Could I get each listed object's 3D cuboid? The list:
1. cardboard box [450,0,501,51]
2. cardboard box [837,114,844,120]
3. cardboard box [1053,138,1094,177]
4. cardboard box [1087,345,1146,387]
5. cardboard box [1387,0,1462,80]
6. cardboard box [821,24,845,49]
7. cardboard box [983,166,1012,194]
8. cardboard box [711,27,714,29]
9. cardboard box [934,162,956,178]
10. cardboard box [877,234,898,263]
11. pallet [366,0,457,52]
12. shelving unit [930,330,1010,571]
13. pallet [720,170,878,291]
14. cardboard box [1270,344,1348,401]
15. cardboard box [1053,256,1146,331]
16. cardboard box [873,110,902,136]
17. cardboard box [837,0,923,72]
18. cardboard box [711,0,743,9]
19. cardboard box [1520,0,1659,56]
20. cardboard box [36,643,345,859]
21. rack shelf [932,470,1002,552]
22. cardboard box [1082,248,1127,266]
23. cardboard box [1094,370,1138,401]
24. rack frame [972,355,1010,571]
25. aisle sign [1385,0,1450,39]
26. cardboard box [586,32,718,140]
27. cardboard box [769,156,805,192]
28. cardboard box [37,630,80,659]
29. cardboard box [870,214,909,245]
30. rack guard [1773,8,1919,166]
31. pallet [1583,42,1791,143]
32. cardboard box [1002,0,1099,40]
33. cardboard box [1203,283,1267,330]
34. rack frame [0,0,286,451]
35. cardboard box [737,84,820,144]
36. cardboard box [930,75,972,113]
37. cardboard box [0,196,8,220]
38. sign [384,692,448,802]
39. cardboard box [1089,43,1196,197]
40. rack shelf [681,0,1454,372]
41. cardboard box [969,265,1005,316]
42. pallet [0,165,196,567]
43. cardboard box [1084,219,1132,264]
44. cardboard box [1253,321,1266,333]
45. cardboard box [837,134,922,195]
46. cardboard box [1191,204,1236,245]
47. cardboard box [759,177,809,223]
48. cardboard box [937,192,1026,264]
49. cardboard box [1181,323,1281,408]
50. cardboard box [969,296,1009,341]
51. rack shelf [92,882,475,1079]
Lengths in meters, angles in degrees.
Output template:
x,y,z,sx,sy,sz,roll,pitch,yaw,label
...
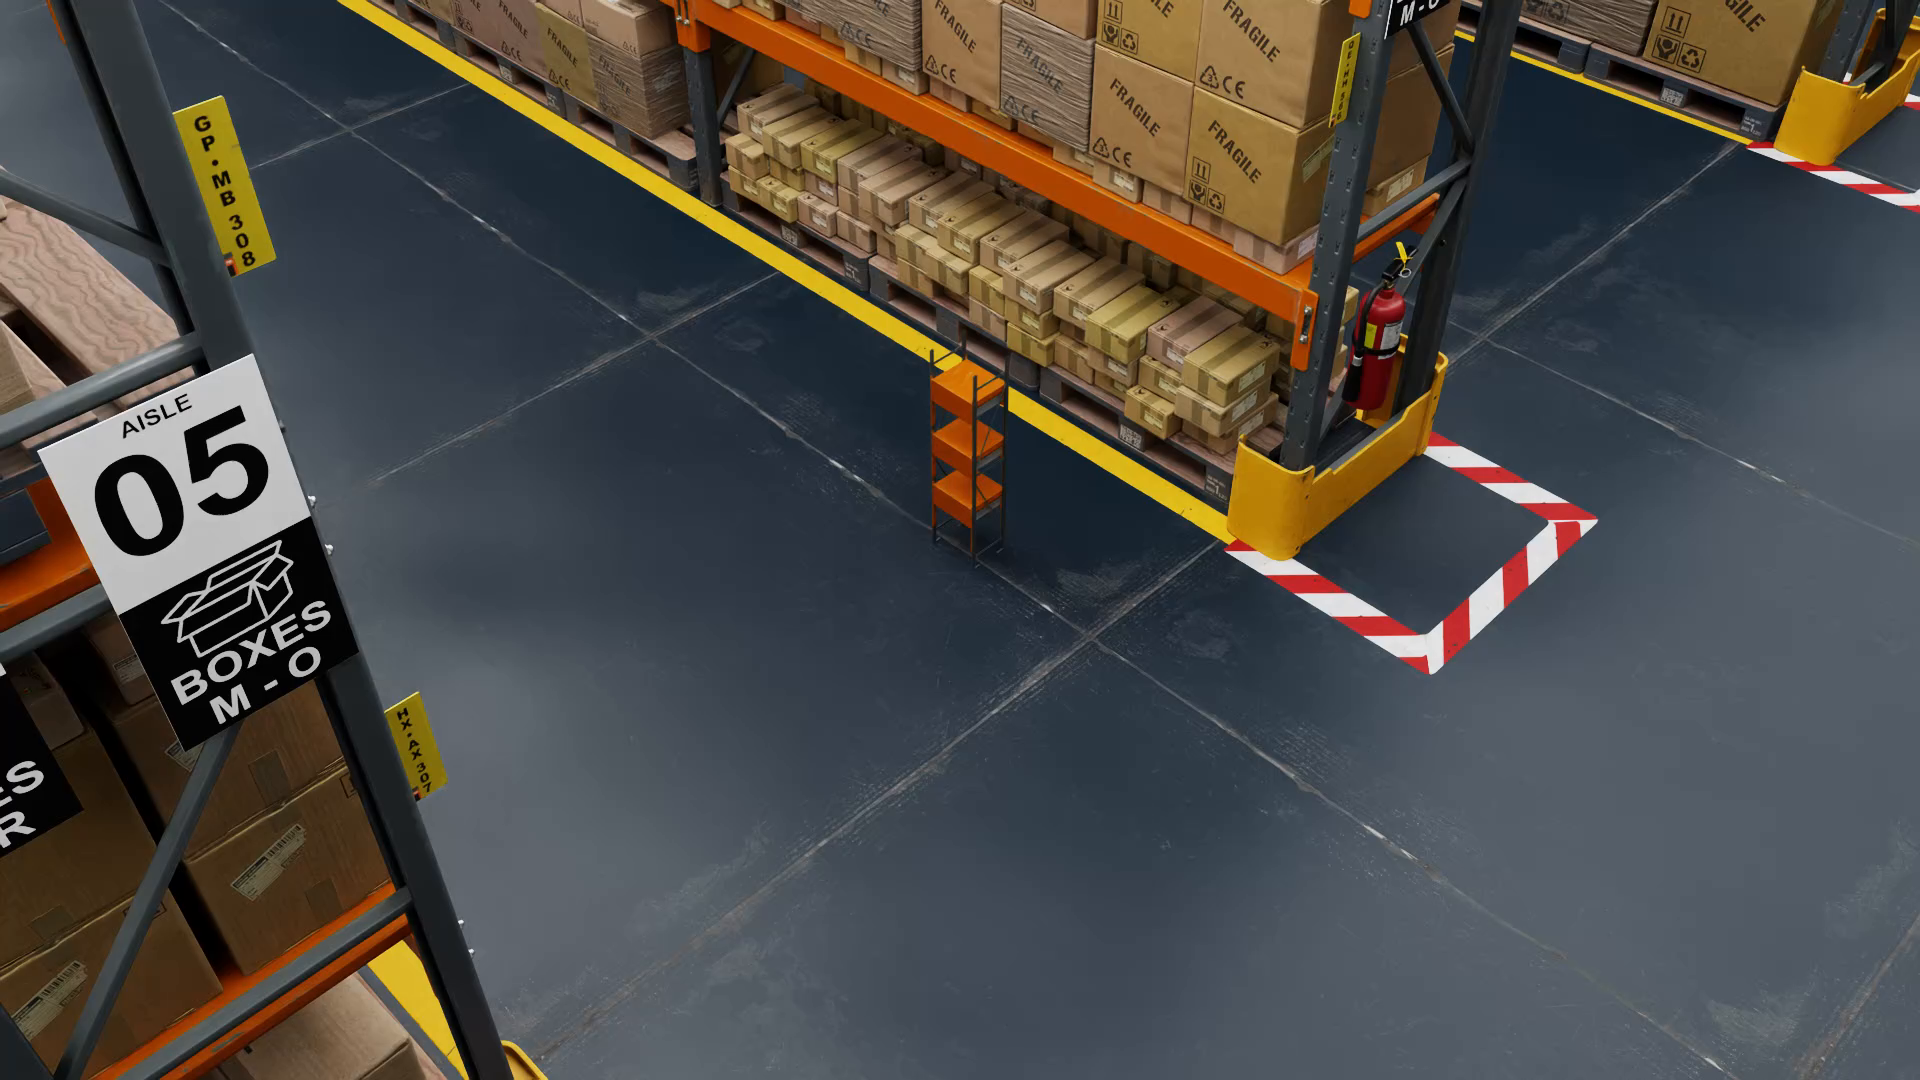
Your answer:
x,y,z,sx,sy,sz,roll,pitch,yaw,label
-2.857,-3.451,10.424,0.500,0.500,0.500,33,52,30,cardboard box
-0.627,-2.457,9.388,0.380,0.149,0.250,-33,52,-31,cardboard box
0.621,-1.749,7.235,0.250,0.149,0.380,32,51,30,cardboard box
0.807,-0.899,7.702,0.250,0.149,0.380,32,52,30,cardboard box
1.621,-2.173,6.479,0.500,0.500,0.500,34,52,31,cardboard box
-0.458,-2.529,8.079,0.250,0.149,0.380,32,51,30,cardboard box
0.334,-1.927,8.595,0.250,0.149,0.380,32,52,30,cardboard box
-1.410,-3.232,9.635,0.500,0.250,0.500,32,51,30,cardboard box
0.076,-1.932,8.820,0.380,0.149,0.250,-33,52,-30,cardboard box
-0.215,-1.584,8.663,0.250,0.149,0.380,32,51,30,cardboard box
-3.349,-3.761,11.282,1.003,0.211,1.213,-34,53,-31,pallet
0.038,-0.360,6.983,0.215,1.050,0.252,-34,53,-31,shelving unit
-0.575,-1.909,9.278,1.003,0.211,1.213,-34,53,-31,pallet
1.607,-0.829,7.846,0.380,0.149,0.250,-33,52,-31,cardboard box
0.649,-1.142,7.746,0.250,0.149,0.380,32,52,30,cardboard box
-0.250,-2.299,8.998,0.250,0.149,0.380,34,52,31,cardboard box
-0.219,-2.533,7.605,0.500,0.500,0.500,33,52,31,cardboard box
-1.106,-2.854,8.431,0.380,0.149,0.250,-32,52,-30,cardboard box
4.182,-3.726,10.446,0.875,0.875,0.875,-34,53,-31,cardboard box
-1.821,0.333,3.987,0.500,0.500,0.500,33,52,31,cardboard box
0.038,-0.148,7.179,0.215,0.259,0.240,-34,53,-31,rack shelf
0.814,-1.399,8.244,0.250,0.149,0.380,32,51,30,cardboard box
0.852,-0.820,7.836,0.250,0.149,0.380,34,52,31,cardboard box
0.124,-0.301,6.920,0.200,1.050,0.008,-34,53,-31,rack frame
1.589,-2.093,5.507,0.394,0.787,0.004,-34,53,-31,aisle sign
-1.776,-2.710,9.622,0.500,0.500,0.500,33,52,31,cardboard box
-0.803,-2.049,8.947,0.380,0.149,0.250,-34,52,-31,cardboard box
-1.973,0.067,3.797,0.380,0.149,0.250,-33,52,-30,cardboard box
-0.239,-1.675,8.542,0.380,0.149,0.250,-32,51,-30,cardboard box
5.350,-2.716,9.938,1.175,0.500,0.348,-34,53,-31,rack guard
4.713,-2.968,10.424,1.003,0.211,1.213,-34,53,-31,pallet
0.519,-2.420,6.746,0.500,0.500,0.500,-31,51,-29,cardboard box
1.341,-1.132,7.735,0.380,0.149,0.250,-33,52,-31,cardboard box
-1.683,-1.099,1.927,1.000,3.000,0.127,-34,53,-31,rack frame
-0.978,-2.300,8.999,0.380,0.149,0.250,-32,51,-30,cardboard box
0.080,-2.138,7.656,0.380,0.149,0.250,-32,52,-30,cardboard box
-2.289,-0.730,3.538,0.380,0.149,0.250,-32,52,-30,cardboard box
-1.286,0.494,3.927,0.100,0.325,0.005,-34,53,-31,sign
0.890,-1.806,6.818,0.500,0.500,0.500,33,52,31,cardboard box
0.338,-2.014,7.867,1.077,0.370,4.000,-34,53,-31,rack shelf
0.264,-1.274,8.108,0.380,0.149,0.250,-31,51,-29,cardboard box
-2.215,-0.317,3.355,1.003,0.211,1.213,-34,53,-31,pallet
0.831,-1.532,8.168,0.380,0.149,0.250,-32,51,-30,cardboard box
1.408,-1.067,7.884,0.250,0.149,0.380,34,52,31,cardboard box
-0.412,-1.927,8.595,0.250,0.149,0.380,33,52,30,cardboard box
1.171,-1.383,6.839,0.250,0.149,0.380,34,53,31,cardboard box
-0.857,-1.889,8.993,0.380,0.149,0.250,-33,52,-30,cardboard box
0.107,-1.537,8.173,0.380,0.149,0.250,-34,52,-31,cardboard box
1.197,-0.776,7.349,0.380,0.149,0.250,-33,52,-31,cardboard box
0.265,-1.166,8.211,0.380,0.149,0.250,-33,52,-31,cardboard box
-3.096,0.407,5.247,1.077,0.370,4.000,-34,53,-31,rack shelf
